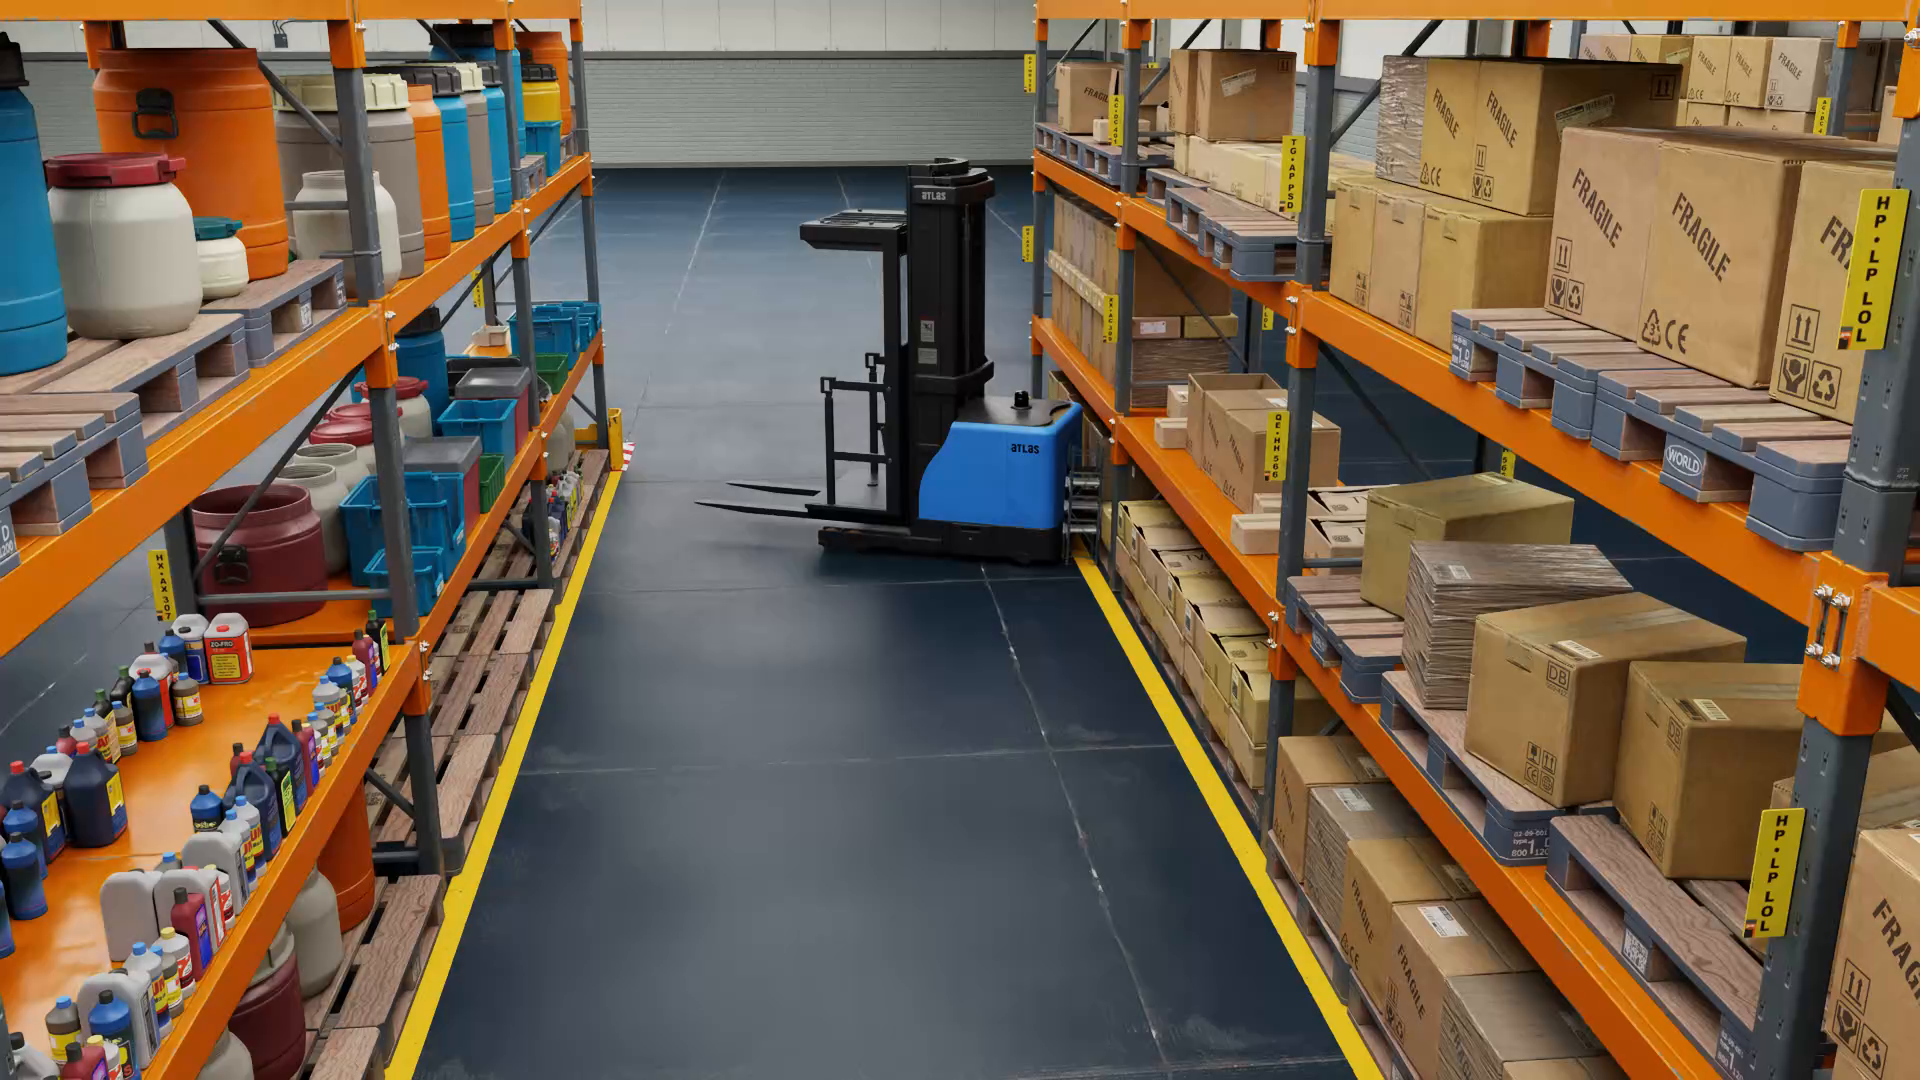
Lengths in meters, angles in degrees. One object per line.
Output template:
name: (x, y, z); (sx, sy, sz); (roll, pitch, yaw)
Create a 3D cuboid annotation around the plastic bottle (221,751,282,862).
plastic bottle: (-2.336, 0.873, 5.471); (0.144, 0.351, 0.185); (-2, 18, -6)

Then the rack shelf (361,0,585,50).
rack shelf: (-3.547, -3.858, 12.310); (1.077, 0.370, 4.000); (-2, 18, -6)

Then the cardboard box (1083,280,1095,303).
cardboard box: (1.186, -1.974, 13.208); (0.380, 0.149, 0.250); (-1, 17, -4)

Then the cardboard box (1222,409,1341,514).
cardboard box: (1.810, -0.441, 9.406); (0.500, 0.500, 0.500); (-3, 18, -9)

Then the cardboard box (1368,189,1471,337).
cardboard box: (2.131, -1.092, 6.472); (0.910, 0.500, 0.500); (-2, 18, -6)

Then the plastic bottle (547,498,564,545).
plastic bottle: (-3.011, -0.133, 12.281); (0.144, 0.351, 0.185); (-1, 17, -4)

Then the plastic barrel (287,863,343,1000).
plastic barrel: (-2.713, 1.556, 6.667); (0.421, 0.512, 0.421); (0, 17, 0)

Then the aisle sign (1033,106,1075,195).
aisle sign: (0.863, -3.528, 15.066); (0.394, 0.787, 0.004); (-2, 18, -6)

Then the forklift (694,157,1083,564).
forklift: (-0.598, -1.453, 12.911); (3.031, 2.935, 1.130); (5, 18, 16)

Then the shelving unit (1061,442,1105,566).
shelving unit: (0.923, -0.272, 12.500); (0.258, 0.900, 0.210); (1, 13, -5)

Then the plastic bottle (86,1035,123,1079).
plastic bottle: (-2.172, 1.349, 4.205); (0.097, 0.201, 0.097); (0, 17, 0)

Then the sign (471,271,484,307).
sign: (-4.300, -2.242, 14.847); (0.100, 0.325, 0.005); (-2, 18, -6)

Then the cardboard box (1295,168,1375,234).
cardboard box: (1.897, -1.587, 7.766); (0.500, 0.250, 0.500); (-3, 18, -10)

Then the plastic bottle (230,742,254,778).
plastic bottle: (-2.468, 0.821, 5.748); (0.061, 0.283, 0.133); (-2, 18, -6)

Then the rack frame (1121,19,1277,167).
rack frame: (1.587, -3.948, 10.728); (1.000, 3.000, 0.127); (-2, 18, -6)

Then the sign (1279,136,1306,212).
sign: (1.447, -1.595, 7.245); (0.100, 0.325, 0.005); (-2, 18, -6)

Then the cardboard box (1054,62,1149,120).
cardboard box: (1.230, -3.853, 14.328); (0.797, 0.503, 0.637); (-1, 17, -2)

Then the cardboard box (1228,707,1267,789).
cardboard box: (1.703, 1.069, 8.655); (0.500, 0.250, 0.500); (-1, 17, -4)

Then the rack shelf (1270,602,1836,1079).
rack shelf: (2.206, 1.045, 6.040); (1.077, 0.370, 4.000); (-2, 18, -6)

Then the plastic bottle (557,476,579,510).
plastic bottle: (-3.114, -0.385, 13.208); (0.152, 0.276, 0.135); (-2, 18, -7)

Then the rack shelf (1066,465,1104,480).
rack shelf: (0.934, -0.503, 12.448); (0.258, 0.077, 0.200); (1, 13, -5)

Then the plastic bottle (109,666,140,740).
plastic bottle: (-3.188, 0.632, 6.351); (0.061, 0.283, 0.133); (-2, 18, -6)

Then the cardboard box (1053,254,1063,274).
cardboard box: (1.031, -2.432, 14.667); (0.380, 0.149, 0.250); (-2, 18, -7)

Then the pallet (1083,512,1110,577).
pallet: (1.547, 0.007, 12.803); (1.003, 0.211, 1.213); (-2, 18, -6)

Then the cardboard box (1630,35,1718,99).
cardboard box: (5.965, -3.971, 13.941); (0.500, 0.500, 0.500); (-1, 17, -4)

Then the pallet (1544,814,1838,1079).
pallet: (2.438, 1.148, 4.833); (1.003, 0.211, 1.213); (-2, 18, -6)

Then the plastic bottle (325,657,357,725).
plastic bottle: (-2.424, 0.589, 6.509); (0.097, 0.271, 0.097); (0, 17, 0)

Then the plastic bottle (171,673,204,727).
plastic bottle: (-3.035, 0.620, 6.525); (0.097, 0.201, 0.097); (0, 17, 0)

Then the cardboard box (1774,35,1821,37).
cardboard box: (6.546, -3.817, 13.448); (0.500, 0.500, 0.500); (-2, 18, -6)

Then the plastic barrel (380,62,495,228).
plastic barrel: (-3.004, -2.264, 9.537); (0.600, 0.901, 0.600); (0, 17, 0)

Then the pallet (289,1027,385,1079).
pallet: (-2.682, 2.185, 5.865); (1.003, 0.211, 1.213); (-2, 18, -6)

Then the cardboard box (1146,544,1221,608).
cardboard box: (1.483, 0.193, 10.508); (0.500, 0.311, 0.500); (-2, 18, -7)

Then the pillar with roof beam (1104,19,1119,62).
pillar with roof beam: (-0.342, -13.917, 42.482); (9.100, 9.000, 0.400); (-2, 18, -6)

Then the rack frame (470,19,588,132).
rack frame: (-3.753, -4.988, 14.040); (1.000, 3.000, 0.127); (-2, 18, -6)

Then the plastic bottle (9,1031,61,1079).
plastic bottle: (-2.233, 1.347, 3.963); (0.144, 0.351, 0.185); (-2, 18, -6)

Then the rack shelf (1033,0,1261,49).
rack shelf: (1.381, -4.010, 12.794); (1.077, 0.370, 4.000); (-2, 18, -6)

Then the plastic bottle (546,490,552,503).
plastic bottle: (-3.219, -0.268, 12.836); (0.152, 0.276, 0.135); (-2, 18, -6)

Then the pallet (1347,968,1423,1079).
pallet: (2.162, 2.023, 6.381); (1.003, 0.211, 1.213); (-2, 18, -6)

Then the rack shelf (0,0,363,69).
rack shelf: (-2.721, -1.474, 4.718); (1.077, 0.370, 4.000); (-2, 18, -6)

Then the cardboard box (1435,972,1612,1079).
cardboard box: (1.982, 1.846, 5.729); (0.500, 0.500, 0.500); (-2, 17, -5)

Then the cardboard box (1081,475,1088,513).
cardboard box: (1.214, -0.403, 13.343); (0.500, 0.250, 0.500); (-2, 18, -6)

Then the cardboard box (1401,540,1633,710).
cardboard box: (2.081, 0.321, 6.280); (0.700, 0.500, 0.500); (1, 17, 5)

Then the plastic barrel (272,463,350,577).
plastic barrel: (-3.246, -0.095, 8.285); (0.421, 0.512, 0.421); (0, 17, 0)

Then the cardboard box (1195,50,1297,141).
cardboard box: (1.693, -2.649, 9.897); (0.500, 0.500, 0.500); (0, 17, 0)

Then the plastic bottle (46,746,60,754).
plastic bottle: (-3.101, 0.838, 5.715); (0.097, 0.271, 0.097); (0, 17, 0)

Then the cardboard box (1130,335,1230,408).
cardboard box: (1.535, -1.265, 12.032); (0.700, 0.500, 0.500); (-2, 18, -7)

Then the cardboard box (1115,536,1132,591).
cardboard box: (1.382, 0.154, 11.569); (0.500, 0.250, 0.500); (-2, 18, -7)

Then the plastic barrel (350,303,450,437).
plastic barrel: (-3.602, -1.048, 10.671); (0.600, 0.901, 0.708); (-2, 18, -6)

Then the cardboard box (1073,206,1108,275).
cardboard box: (1.328, -2.482, 13.742); (0.700, 0.500, 0.500); (-2, 18, -5)

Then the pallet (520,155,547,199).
pallet: (-3.512, -2.487, 11.397); (1.213, 0.211, 1.003); (-2, 18, -6)

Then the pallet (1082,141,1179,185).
pallet: (1.473, -2.728, 11.998); (1.003, 0.211, 1.213); (-2, 18, -6)

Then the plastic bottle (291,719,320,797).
plastic bottle: (-2.344, 0.762, 5.938); (0.061, 0.283, 0.133); (-2, 18, -6)

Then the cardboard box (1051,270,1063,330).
cardboard box: (1.210, -2.185, 14.963); (0.700, 0.500, 0.500); (-2, 18, -6)

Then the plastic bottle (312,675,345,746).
plastic bottle: (-2.404, 0.647, 6.324); (0.097, 0.271, 0.097); (0, 17, 0)

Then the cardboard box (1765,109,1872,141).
cardboard box: (6.216, -2.872, 12.108); (0.500, 0.500, 0.500); (-1, 17, -4)

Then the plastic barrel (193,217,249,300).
plastic barrel: (-2.671, -0.992, 5.852); (0.301, 0.262, 0.301); (0, 17, 0)

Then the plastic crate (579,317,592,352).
plastic crate: (-3.342, -1.721, 13.899); (0.499, 0.251, 0.408); (-2, 18, -6)

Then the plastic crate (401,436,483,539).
plastic crate: (-2.790, -0.263, 8.901); (0.402, 0.464, 0.583); (-2, 18, -6)
